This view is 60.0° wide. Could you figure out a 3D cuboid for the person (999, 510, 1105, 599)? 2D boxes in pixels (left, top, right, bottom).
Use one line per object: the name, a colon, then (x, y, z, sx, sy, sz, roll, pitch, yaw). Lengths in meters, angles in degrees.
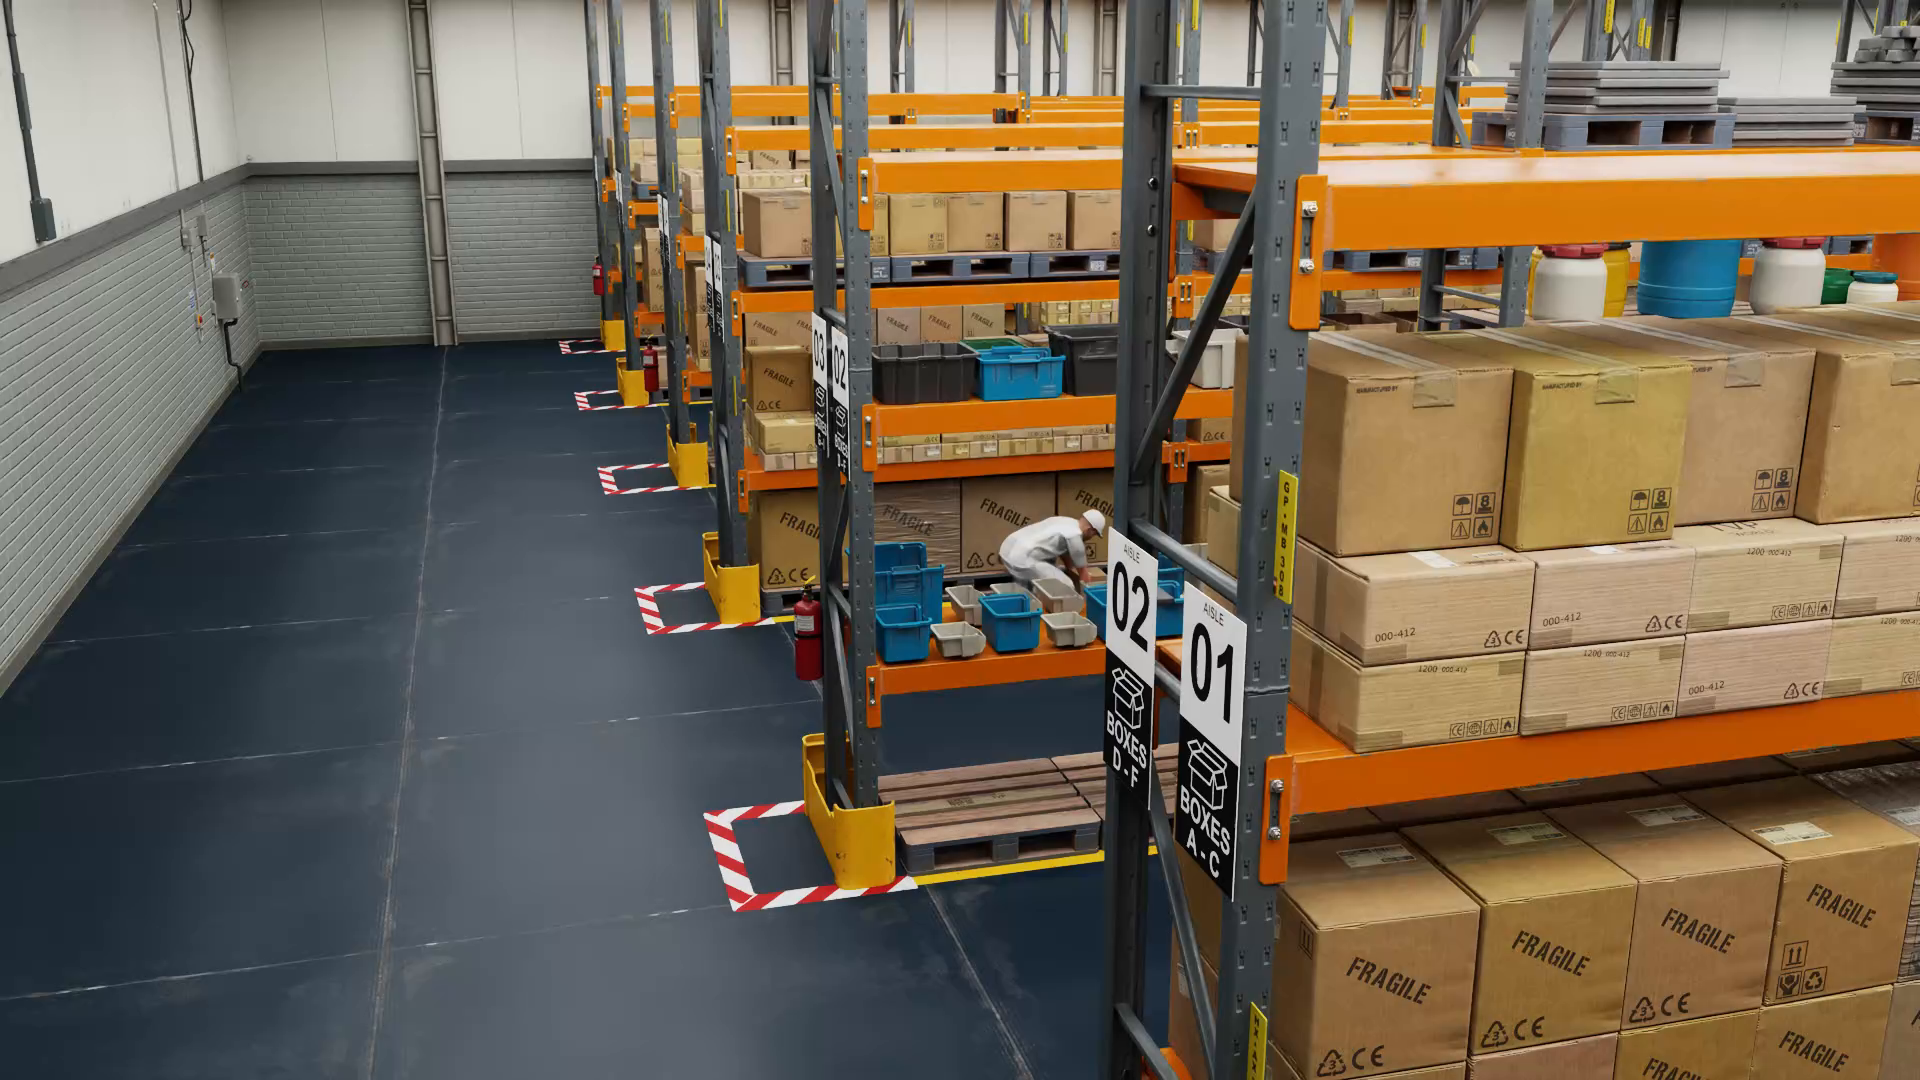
person: (0.792, 0.261, 14.043, 0.935, 0.986, 0.521, -5, 17, -17)
